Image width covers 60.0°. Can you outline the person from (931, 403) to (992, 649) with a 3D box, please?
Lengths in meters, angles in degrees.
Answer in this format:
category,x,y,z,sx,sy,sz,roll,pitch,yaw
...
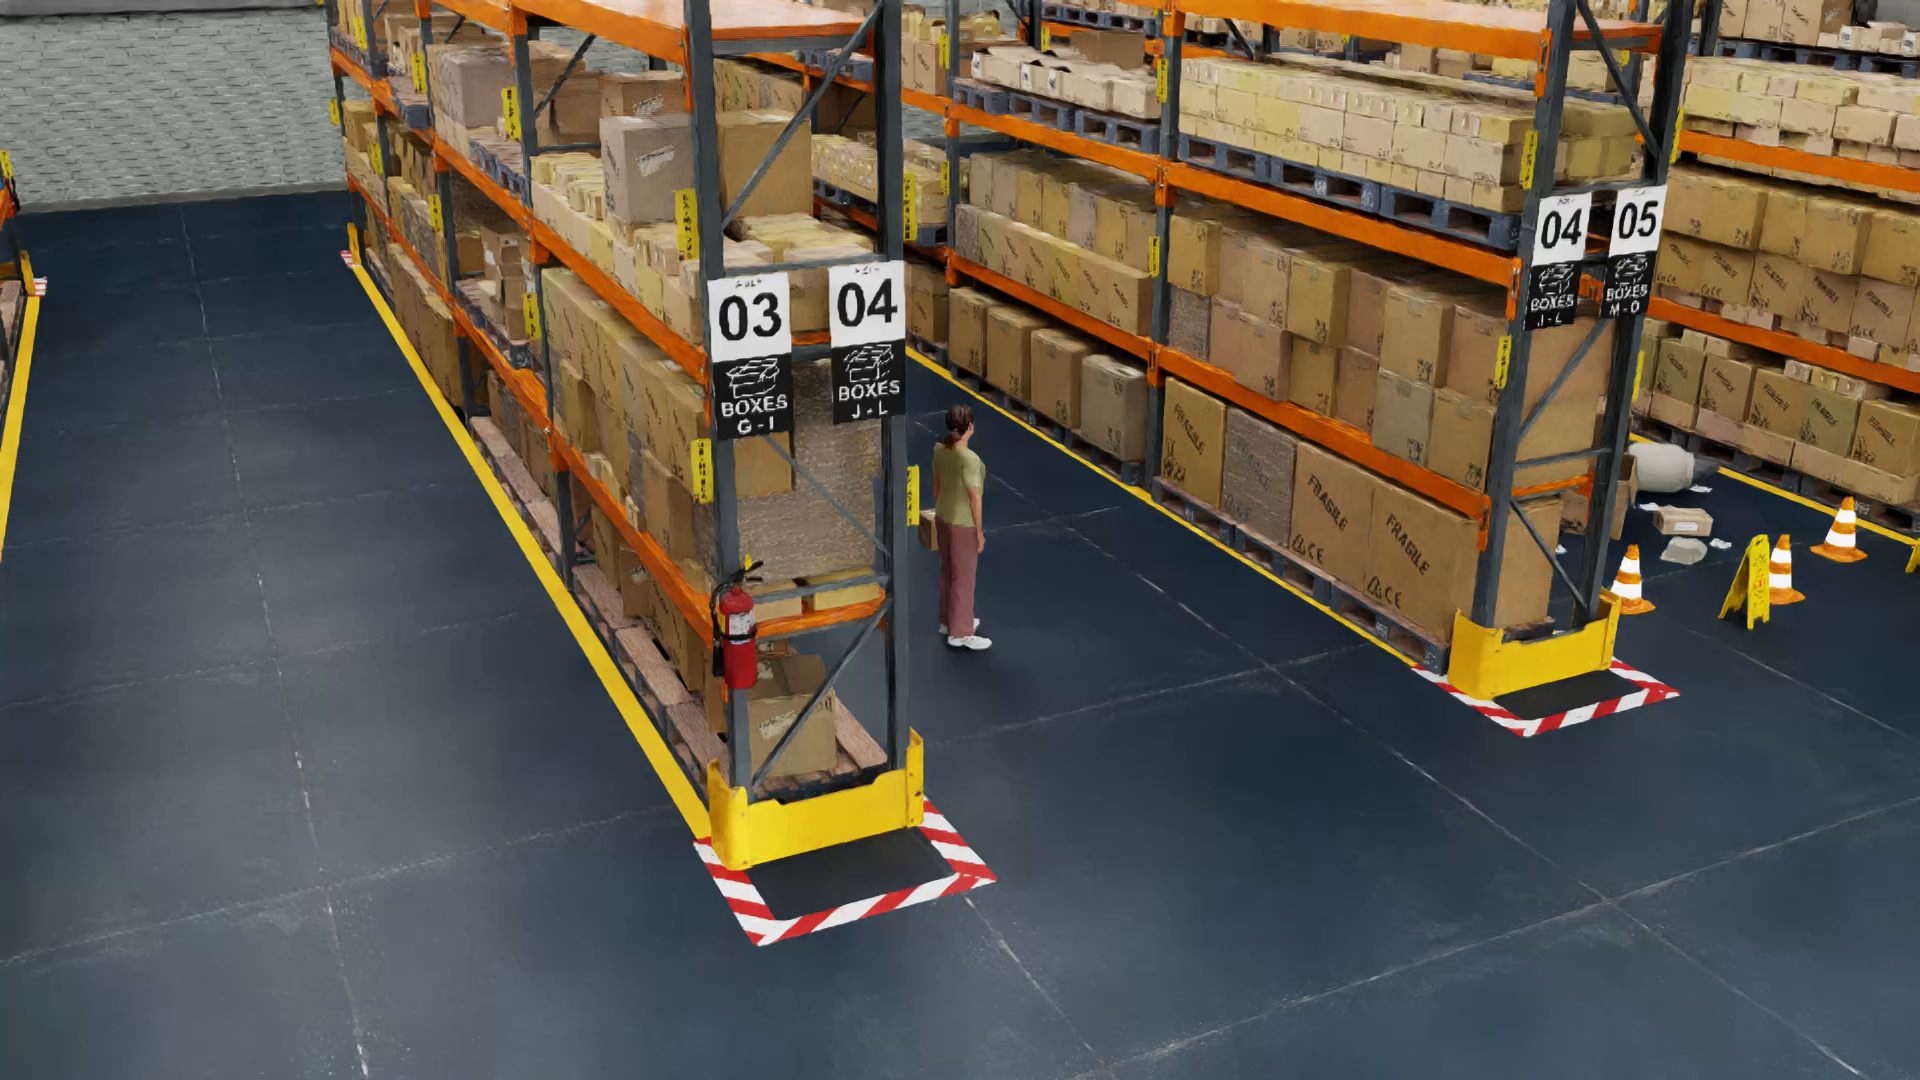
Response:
category,x,y,z,sx,sy,sz,roll,pitch,yaw
person,0.027,-0.111,11.211,0.358,1.680,0.525,-15,26,-32
